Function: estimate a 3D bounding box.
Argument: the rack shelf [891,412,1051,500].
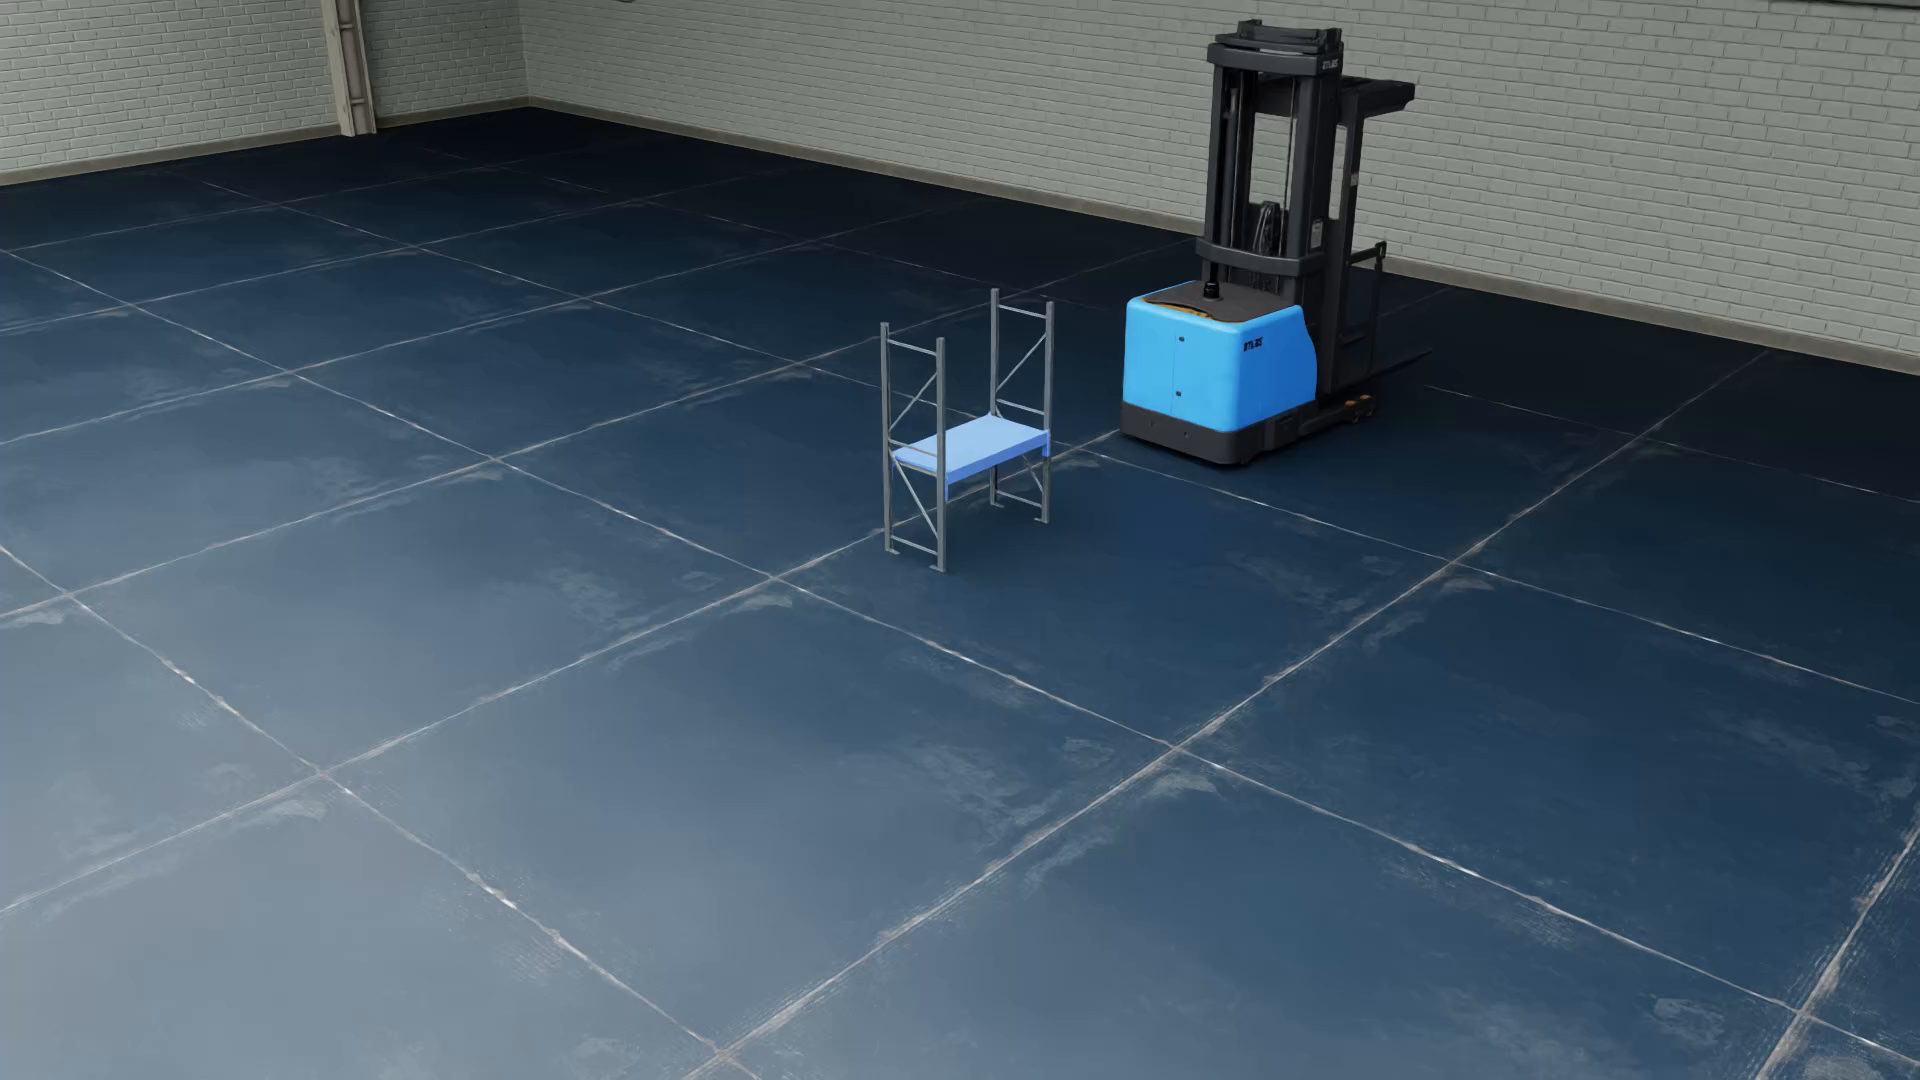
[{"bbox_3d":[0.057,-0.546,10.575,0.538,0.185,1.000,20,31,38],"label":"rack shelf"}]

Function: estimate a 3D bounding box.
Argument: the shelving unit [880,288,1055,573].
[{"bbox_3d":[0.057,-0.710,10.501,0.538,1.500,1.048,20,31,38],"label":"shelving unit"}]

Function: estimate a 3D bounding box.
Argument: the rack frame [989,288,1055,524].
[{"bbox_3d":[0.396,-0.865,10.847,0.500,1.500,0.032,20,31,38],"label":"rack frame"}]

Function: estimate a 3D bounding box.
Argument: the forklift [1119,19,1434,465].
[{"bbox_3d":[2.595,-2.376,12.467,3.031,2.935,1.130,-22,32,-40],"label":"forklift"}]

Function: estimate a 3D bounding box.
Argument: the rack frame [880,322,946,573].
[{"bbox_3d":[-0.282,-0.555,10.156,0.500,1.500,0.032,20,31,38],"label":"rack frame"}]

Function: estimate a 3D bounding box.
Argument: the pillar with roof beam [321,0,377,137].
[{"bbox_3d":[-5.339,-8.708,19.172,9.100,9.000,0.400,20,31,38],"label":"pillar with roof beam"}]
